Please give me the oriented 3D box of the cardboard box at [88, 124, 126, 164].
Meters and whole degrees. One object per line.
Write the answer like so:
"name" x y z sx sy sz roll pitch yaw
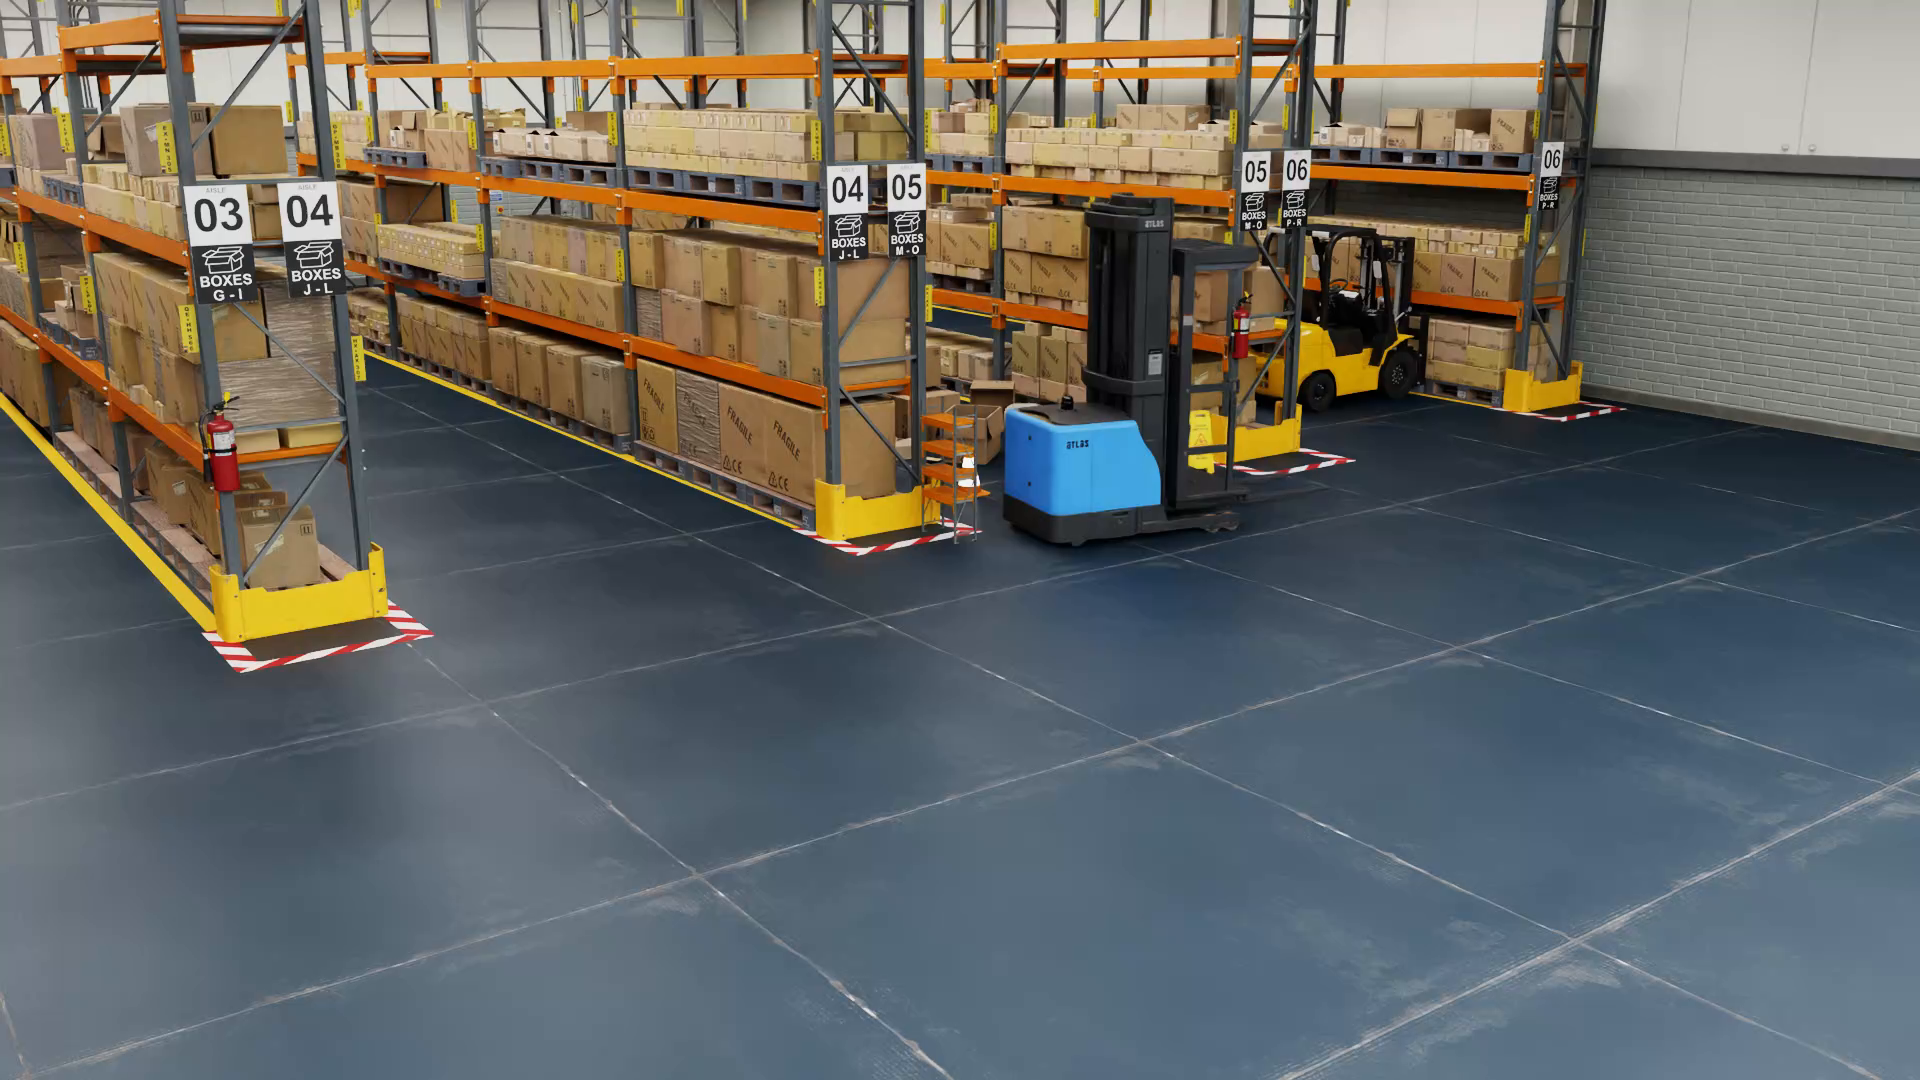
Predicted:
"cardboard box" -7.362 -3.484 14.950 0.797 0.503 0.637 -12 19 -37

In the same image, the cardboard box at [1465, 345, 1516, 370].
"cardboard box" 6.676 -2.297 20.754 0.500 0.250 0.500 -11 19 -35

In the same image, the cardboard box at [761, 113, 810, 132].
"cardboard box" -1.511 -3.652 14.535 0.380 0.149 0.250 -10 18 -34

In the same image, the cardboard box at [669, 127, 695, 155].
"cardboard box" -2.438 -3.823 15.916 0.500 0.250 0.500 -11 19 -35

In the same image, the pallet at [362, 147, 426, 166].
"pallet" -7.521 -5.334 23.055 1.213 0.211 1.003 -11 19 -35

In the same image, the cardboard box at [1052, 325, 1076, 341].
"cardboard box" 1.307 -2.445 19.591 0.380 0.149 0.250 -10 18 -32

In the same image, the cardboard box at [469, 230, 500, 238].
"cardboard box" -6.335 -4.049 22.241 0.380 0.149 0.250 -10 18 -33

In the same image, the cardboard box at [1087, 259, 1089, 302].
"cardboard box" 1.795 -2.944 18.898 0.500 0.500 0.500 -11 19 -34

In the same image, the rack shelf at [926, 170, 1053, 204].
"rack shelf" -0.326 -4.734 21.872 1.077 0.370 4.000 -11 19 -35

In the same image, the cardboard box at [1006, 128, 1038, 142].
"cardboard box" 0.771 -4.800 19.714 0.380 0.149 0.250 -11 19 -36

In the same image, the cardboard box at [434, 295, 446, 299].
"cardboard box" -7.156 -3.364 23.706 0.500 0.250 0.500 -11 19 -36

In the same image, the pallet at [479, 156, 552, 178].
"pallet" -5.025 -4.498 20.004 1.213 0.211 1.003 -10 18 -32

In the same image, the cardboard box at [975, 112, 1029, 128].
"cardboard box" 0.530 -5.317 21.181 0.500 0.250 0.500 -11 19 -36

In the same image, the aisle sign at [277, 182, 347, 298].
"aisle sign" -4.535 -2.102 11.650 0.394 0.787 0.004 -11 19 -35

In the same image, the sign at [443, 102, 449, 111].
"sign" -7.351 -6.099 23.769 0.100 0.325 0.005 -11 19 -35

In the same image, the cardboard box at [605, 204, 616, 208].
"cardboard box" -5.844 -6.044 28.894 0.500 0.500 0.500 -11 19 -36

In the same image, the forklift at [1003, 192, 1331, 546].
"forklift" 1.952 -1.600 14.869 3.031 2.935 1.130 -7 17 -24

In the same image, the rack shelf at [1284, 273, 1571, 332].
"rack shelf" 6.039 -3.205 21.965 1.077 0.370 4.000 -11 19 -35

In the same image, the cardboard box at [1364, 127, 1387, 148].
"cardboard box" 5.490 -5.247 21.653 0.396 0.266 0.258 -11 19 -36

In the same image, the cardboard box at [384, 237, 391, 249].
"cardboard box" -7.785 -4.140 23.137 0.380 0.149 0.250 -11 19 -36

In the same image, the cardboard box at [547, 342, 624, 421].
"cardboard box" -4.096 -1.860 19.156 1.050 0.750 0.750 -11 19 -35

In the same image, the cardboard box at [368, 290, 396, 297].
"cardboard box" -9.278 -3.922 26.703 0.380 0.149 0.250 -11 19 -36

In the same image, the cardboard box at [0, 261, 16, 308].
"cardboard box" -11.211 -3.074 19.938 0.500 0.500 0.500 -11 19 -36

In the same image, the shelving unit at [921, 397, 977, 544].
"shelving unit" -0.097 -0.614 14.547 0.258 1.200 0.503 -11 19 -35

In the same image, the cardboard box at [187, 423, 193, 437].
"cardboard box" -5.618 -0.877 12.575 0.380 0.149 0.250 -11 19 -35

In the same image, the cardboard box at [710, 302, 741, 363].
"cardboard box" -1.911 -2.068 16.165 0.875 0.550 0.500 -11 19 -35

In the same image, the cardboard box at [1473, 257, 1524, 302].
"cardboard box" 6.713 -3.237 20.531 0.500 0.500 0.500 -11 19 -36

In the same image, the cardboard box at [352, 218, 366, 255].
"cardboard box" -8.616 -4.488 24.538 0.500 0.500 0.500 -11 19 -36

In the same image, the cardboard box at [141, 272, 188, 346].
"cardboard box" -5.928 -1.781 12.755 0.500 0.500 0.500 -11 19 -35

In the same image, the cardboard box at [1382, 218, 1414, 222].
"cardboard box" 5.910 -4.245 22.423 0.380 0.149 0.250 -11 19 -35

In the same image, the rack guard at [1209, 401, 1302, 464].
"rack guard" 3.157 -1.164 17.881 1.175 0.500 0.348 -11 19 -35

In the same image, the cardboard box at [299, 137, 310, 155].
"cardboard box" -10.093 -6.219 26.217 0.500 0.250 0.500 -10 18 -33

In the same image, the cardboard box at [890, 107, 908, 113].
"cardboard box" -0.929 -7.733 30.239 0.500 0.250 0.500 -10 18 -34

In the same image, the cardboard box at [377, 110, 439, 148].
"cardboard box" -7.664 -5.725 23.145 0.700 0.500 0.500 -11 19 -34

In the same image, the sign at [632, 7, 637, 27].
"sign" -5.758 -9.233 29.346 0.100 0.325 0.005 -11 19 -35

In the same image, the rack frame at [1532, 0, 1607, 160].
"rack frame" 7.215 -6.018 19.518 1.000 3.000 0.127 -11 19 -35

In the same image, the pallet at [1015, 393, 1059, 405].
"pallet" 1.274 -1.724 20.477 1.003 0.211 1.213 -11 19 -35

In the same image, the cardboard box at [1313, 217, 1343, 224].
"cardboard box" 5.052 -4.330 22.732 0.380 0.149 0.250 -11 19 -34

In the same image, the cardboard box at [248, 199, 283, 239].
"cardboard box" -4.888 -2.332 12.018 0.500 0.250 0.500 -10 18 -33

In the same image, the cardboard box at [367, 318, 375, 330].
"cardboard box" -8.582 -3.225 24.718 0.380 0.149 0.250 -12 19 -36

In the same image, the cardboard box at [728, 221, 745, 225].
"cardboard box" -3.213 -5.096 25.429 0.500 0.500 0.500 -11 19 -36

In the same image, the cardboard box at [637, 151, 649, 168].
"cardboard box" -3.002 -3.808 16.617 0.380 0.149 0.250 -11 19 -34

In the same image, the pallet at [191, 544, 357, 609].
"pallet" -5.308 0.335 12.953 1.003 0.211 1.213 -11 19 -35

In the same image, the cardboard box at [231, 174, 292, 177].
"cardboard box" -5.214 -2.651 12.426 0.380 0.149 0.250 -10 18 -32

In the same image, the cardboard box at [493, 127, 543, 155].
"cardboard box" -5.199 -4.737 19.705 0.500 0.311 0.500 -11 19 -34

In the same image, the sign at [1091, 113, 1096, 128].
"sign" 2.071 -6.445 25.781 0.100 0.325 0.005 -11 19 -35

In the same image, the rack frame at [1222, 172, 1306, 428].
"rack frame" 3.202 -2.353 17.492 1.000 3.000 0.127 -11 19 -35

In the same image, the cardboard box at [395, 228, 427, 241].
"cardboard box" -7.476 -4.171 22.687 0.380 0.149 0.250 -11 19 -35

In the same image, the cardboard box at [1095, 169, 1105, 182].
"cardboard box" 1.742 -4.098 18.662 0.380 0.149 0.250 -11 19 -34

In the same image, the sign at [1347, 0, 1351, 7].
"sign" 5.326 -7.480 22.790 0.100 0.325 0.005 -11 19 -35

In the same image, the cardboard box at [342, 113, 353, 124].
"cardboard box" -8.823 -6.179 24.371 0.380 0.149 0.250 -12 19 -37

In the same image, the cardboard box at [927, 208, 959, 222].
"cardboard box" -0.200 -4.178 21.382 0.380 0.149 0.250 -12 19 -37

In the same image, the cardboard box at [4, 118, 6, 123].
"cardboard box" -9.935 -4.341 18.083 0.797 0.503 0.637 -10 18 -31
